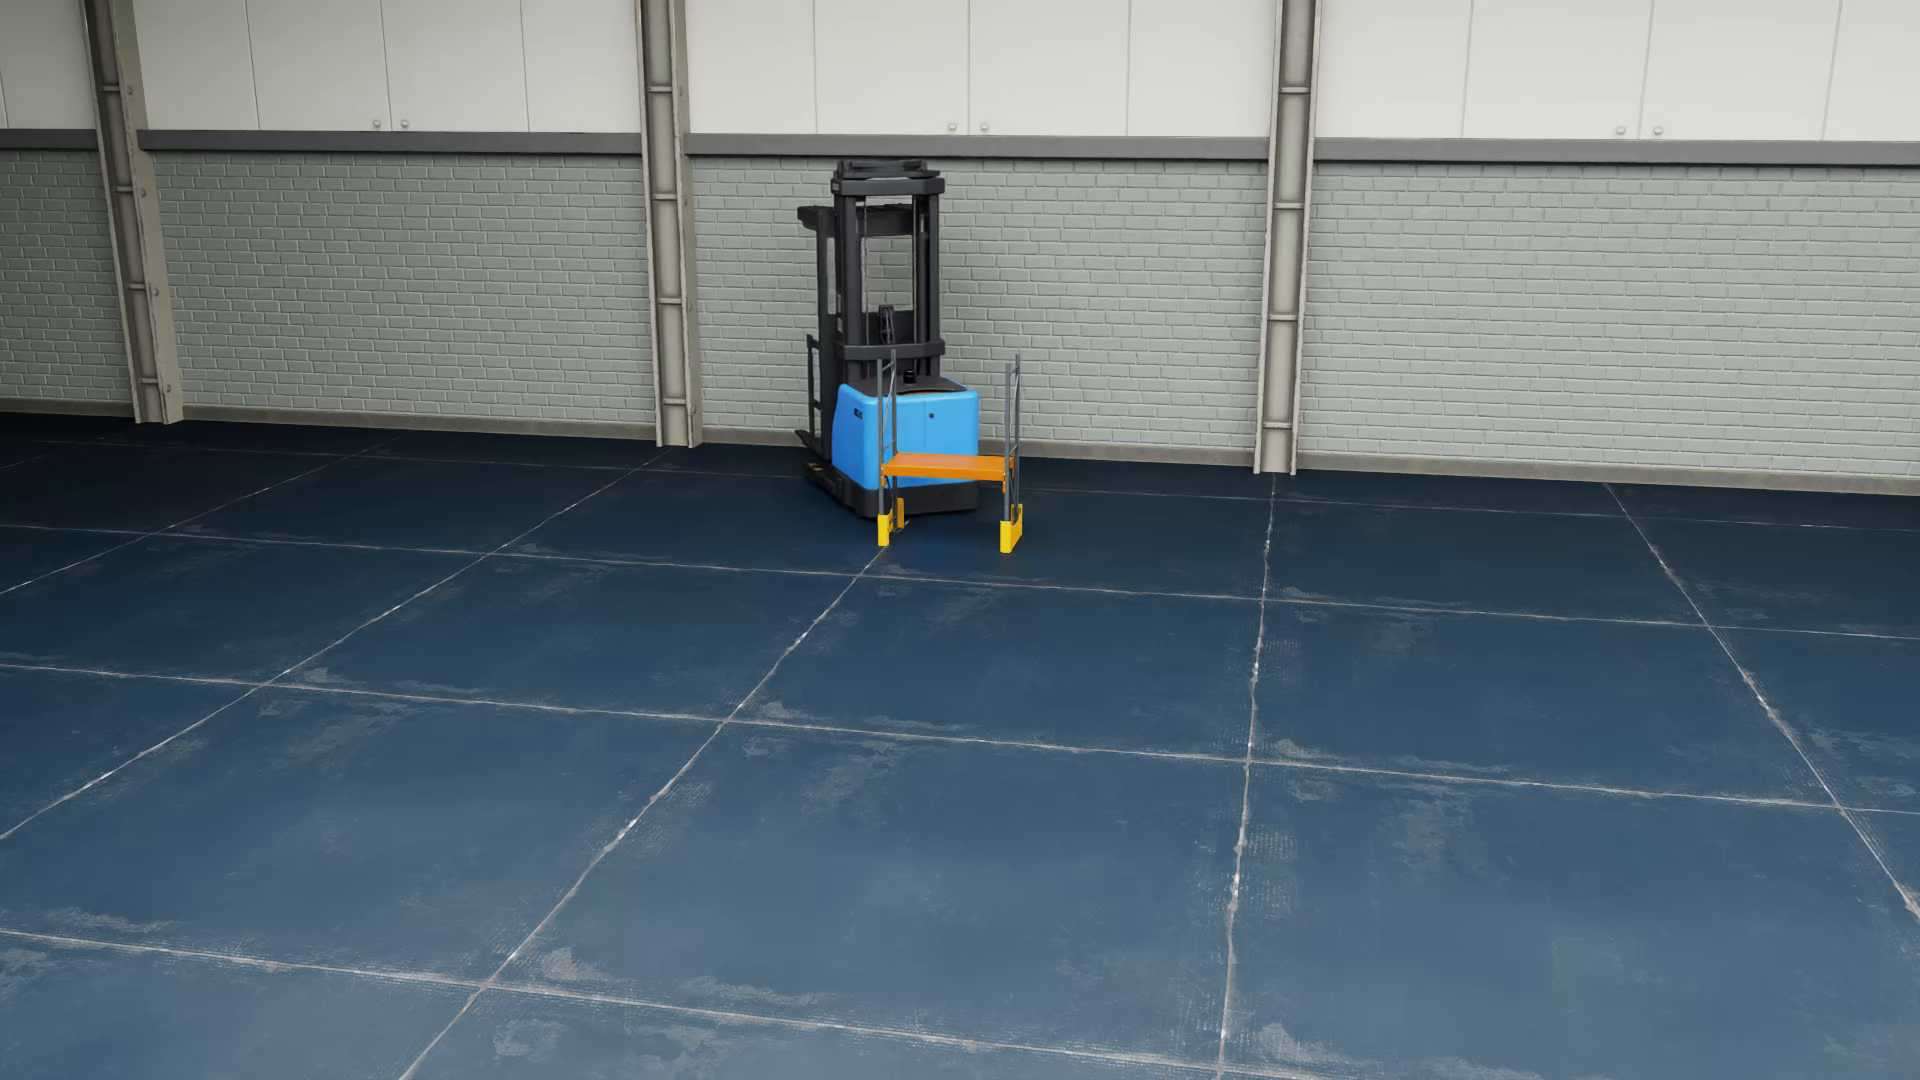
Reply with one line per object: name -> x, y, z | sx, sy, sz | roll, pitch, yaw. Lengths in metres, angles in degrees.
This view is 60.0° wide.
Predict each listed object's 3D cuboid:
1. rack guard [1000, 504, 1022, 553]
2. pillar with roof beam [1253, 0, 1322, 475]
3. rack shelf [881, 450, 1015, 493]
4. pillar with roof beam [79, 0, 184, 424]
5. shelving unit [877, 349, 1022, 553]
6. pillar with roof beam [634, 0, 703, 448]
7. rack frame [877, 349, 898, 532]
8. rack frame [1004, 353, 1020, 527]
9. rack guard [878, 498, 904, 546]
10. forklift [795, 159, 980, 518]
rack guard -> 0.413, -0.098, 13.378 | 0.087, 0.250, 0.587 | 3, 16, 11
pillar with roof beam -> 2.153, -3.876, 10.627 | 0.400, 9.000, 9.100 | 3, 16, 11
rack shelf -> -0.084, -0.554, 13.356 | 1.000, 0.185, 0.538 | 3, 16, 11
pillar with roof beam -> -9.607, -4.514, 12.931 | 0.400, 9.000, 9.100 | 3, 16, 11
shelving unit -> -0.075, -0.727, 13.306 | 1.083, 1.500, 0.587 | 3, 16, 11
pillar with roof beam -> -3.727, -4.195, 11.779 | 0.400, 9.000, 9.100 | 3, 16, 11
rack frame -> -0.582, -0.754, 13.406 | 0.032, 1.500, 0.500 | 3, 16, 11
rack frame -> 0.415, -0.700, 13.211 | 0.032, 1.500, 0.500 | 3, 16, 11
rack guard -> -0.563, -0.151, 13.569 | 0.087, 0.250, 0.587 | 3, 16, 11
forklift -> -0.811, -1.948, 15.034 | 1.130, 2.935, 3.031 | -6, 16, -19
